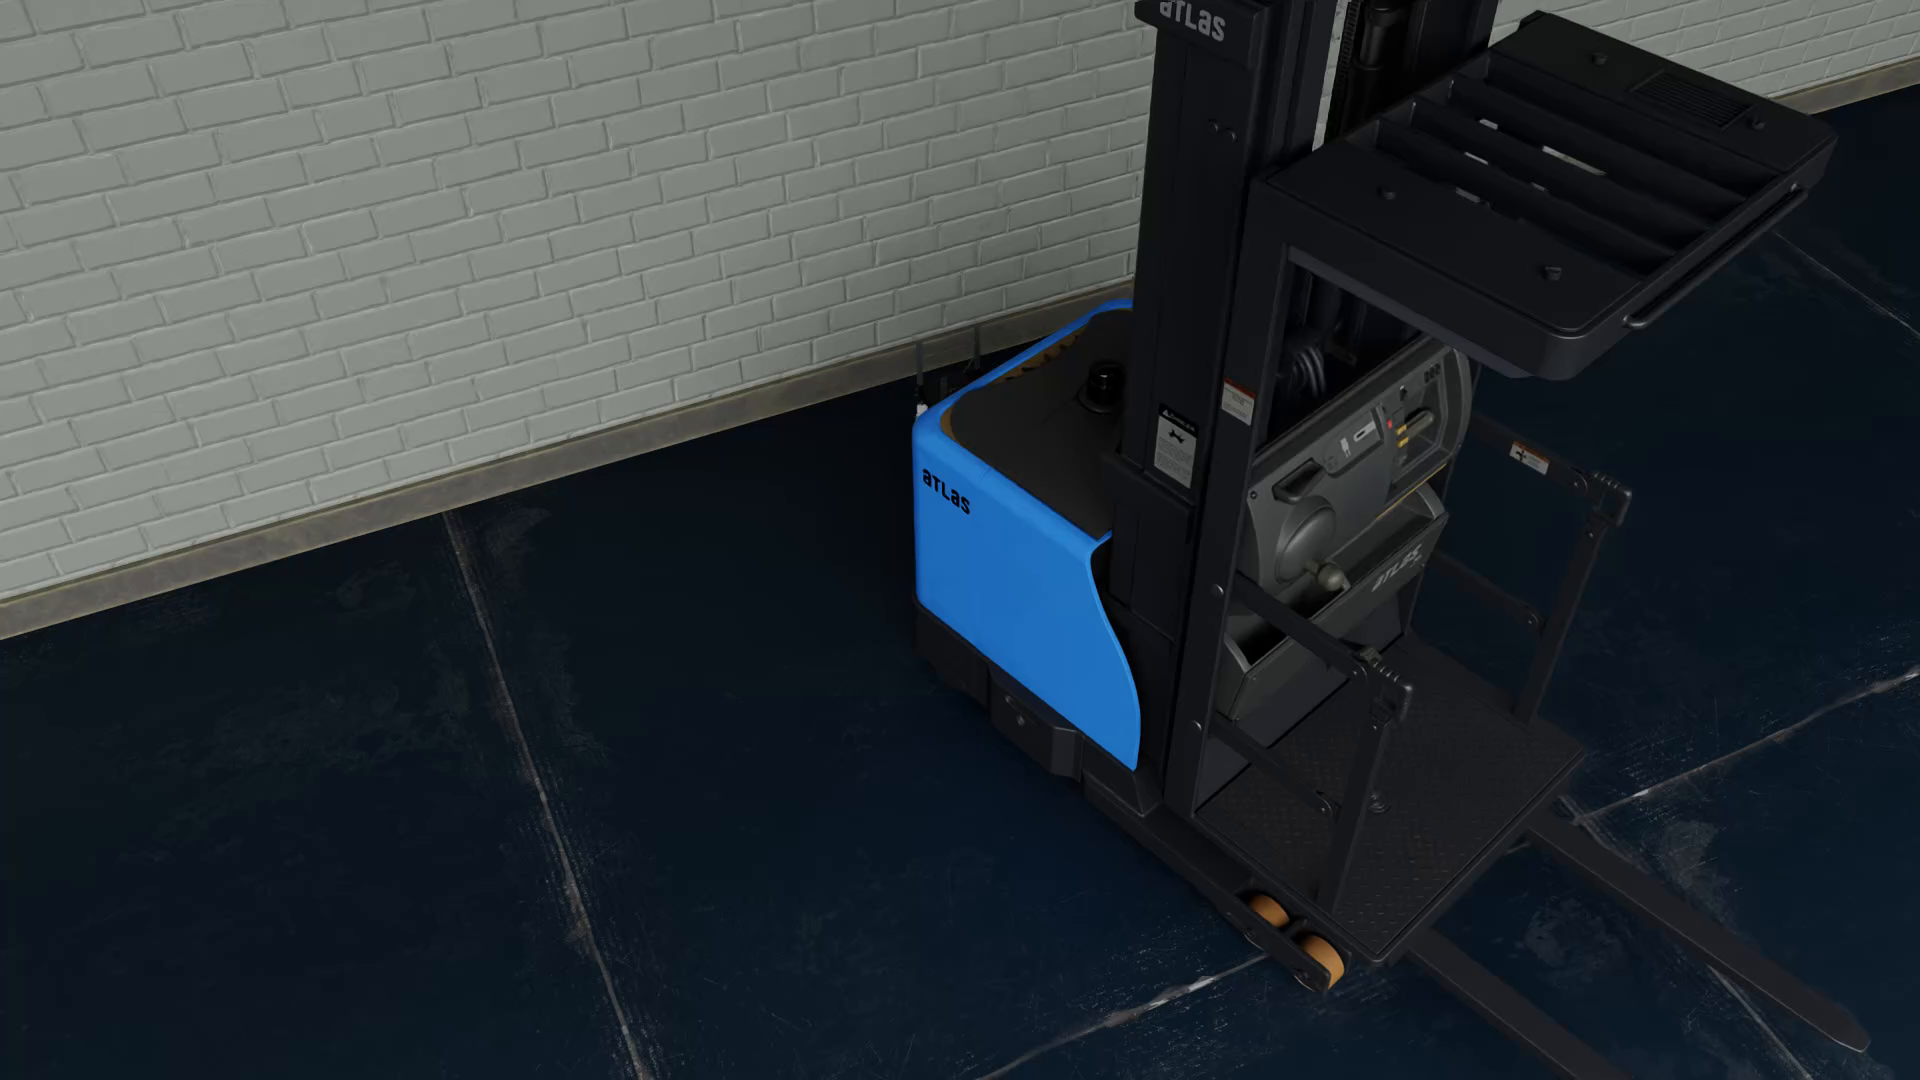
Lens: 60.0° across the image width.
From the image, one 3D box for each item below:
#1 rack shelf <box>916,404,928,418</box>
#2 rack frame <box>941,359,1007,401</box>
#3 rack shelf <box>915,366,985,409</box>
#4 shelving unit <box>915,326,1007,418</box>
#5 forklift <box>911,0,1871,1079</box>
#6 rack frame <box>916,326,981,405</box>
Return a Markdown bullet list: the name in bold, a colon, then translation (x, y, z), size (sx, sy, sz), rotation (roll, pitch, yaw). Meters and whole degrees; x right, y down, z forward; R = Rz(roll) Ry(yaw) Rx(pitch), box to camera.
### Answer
- **rack shelf**: translation (0.003, -0.420, 5.826), size (0.258, 0.077, 0.200), rotation (-18, 47, -17)
- **rack frame**: translation (0.046, -0.250, 5.863), size (0.240, 0.900, 0.006), rotation (-18, 47, -17)
- **rack shelf**: translation (0.003, -0.484, 5.762), size (0.258, 0.077, 0.200), rotation (-18, 47, -17)
- **shelving unit**: translation (0.003, -0.315, 5.929), size (0.258, 0.900, 0.210), rotation (-18, 47, -17)
- **forklift**: translation (1.212, -0.129, 4.294), size (1.130, 2.935, 3.031), rotation (-34, 54, -29)
- **rack frame**: translation (-0.039, -0.380, 5.994), size (0.240, 0.900, 0.006), rotation (-18, 47, -17)
